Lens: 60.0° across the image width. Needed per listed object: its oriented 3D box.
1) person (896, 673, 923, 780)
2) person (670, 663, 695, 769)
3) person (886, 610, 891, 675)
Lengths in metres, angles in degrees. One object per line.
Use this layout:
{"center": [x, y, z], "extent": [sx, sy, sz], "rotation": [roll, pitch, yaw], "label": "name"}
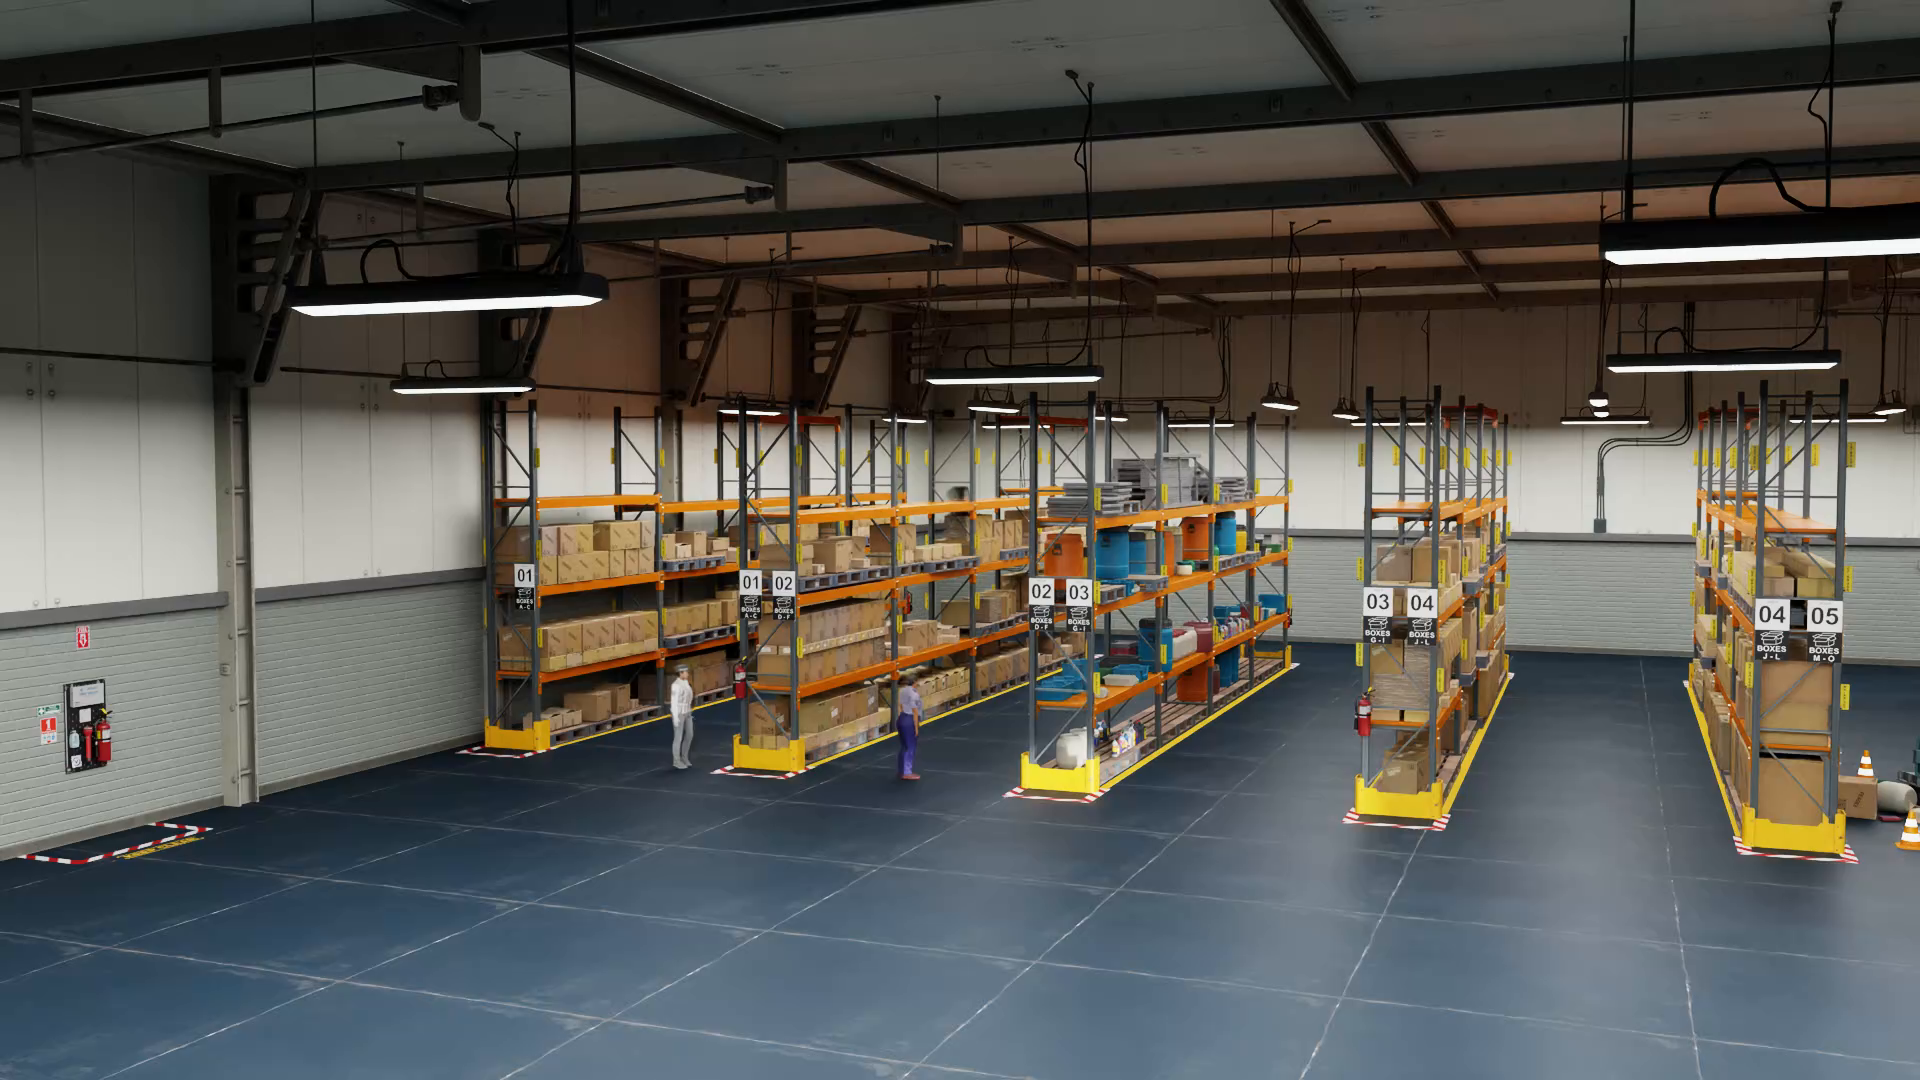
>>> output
{"center": [-0.782, 2.900, 25.905], "extent": [0.369, 1.661, 0.496], "rotation": [-1, 3, -27], "label": "person"}
{"center": [-4.519, 2.871, 26.967], "extent": [0.334, 1.754, 0.573], "rotation": [1, 3, 18], "label": "person"}
{"center": [-1.445, 2.399, 37.542], "extent": [0.520, 1.503, 0.451], "rotation": [2, 3, 32], "label": "person"}
